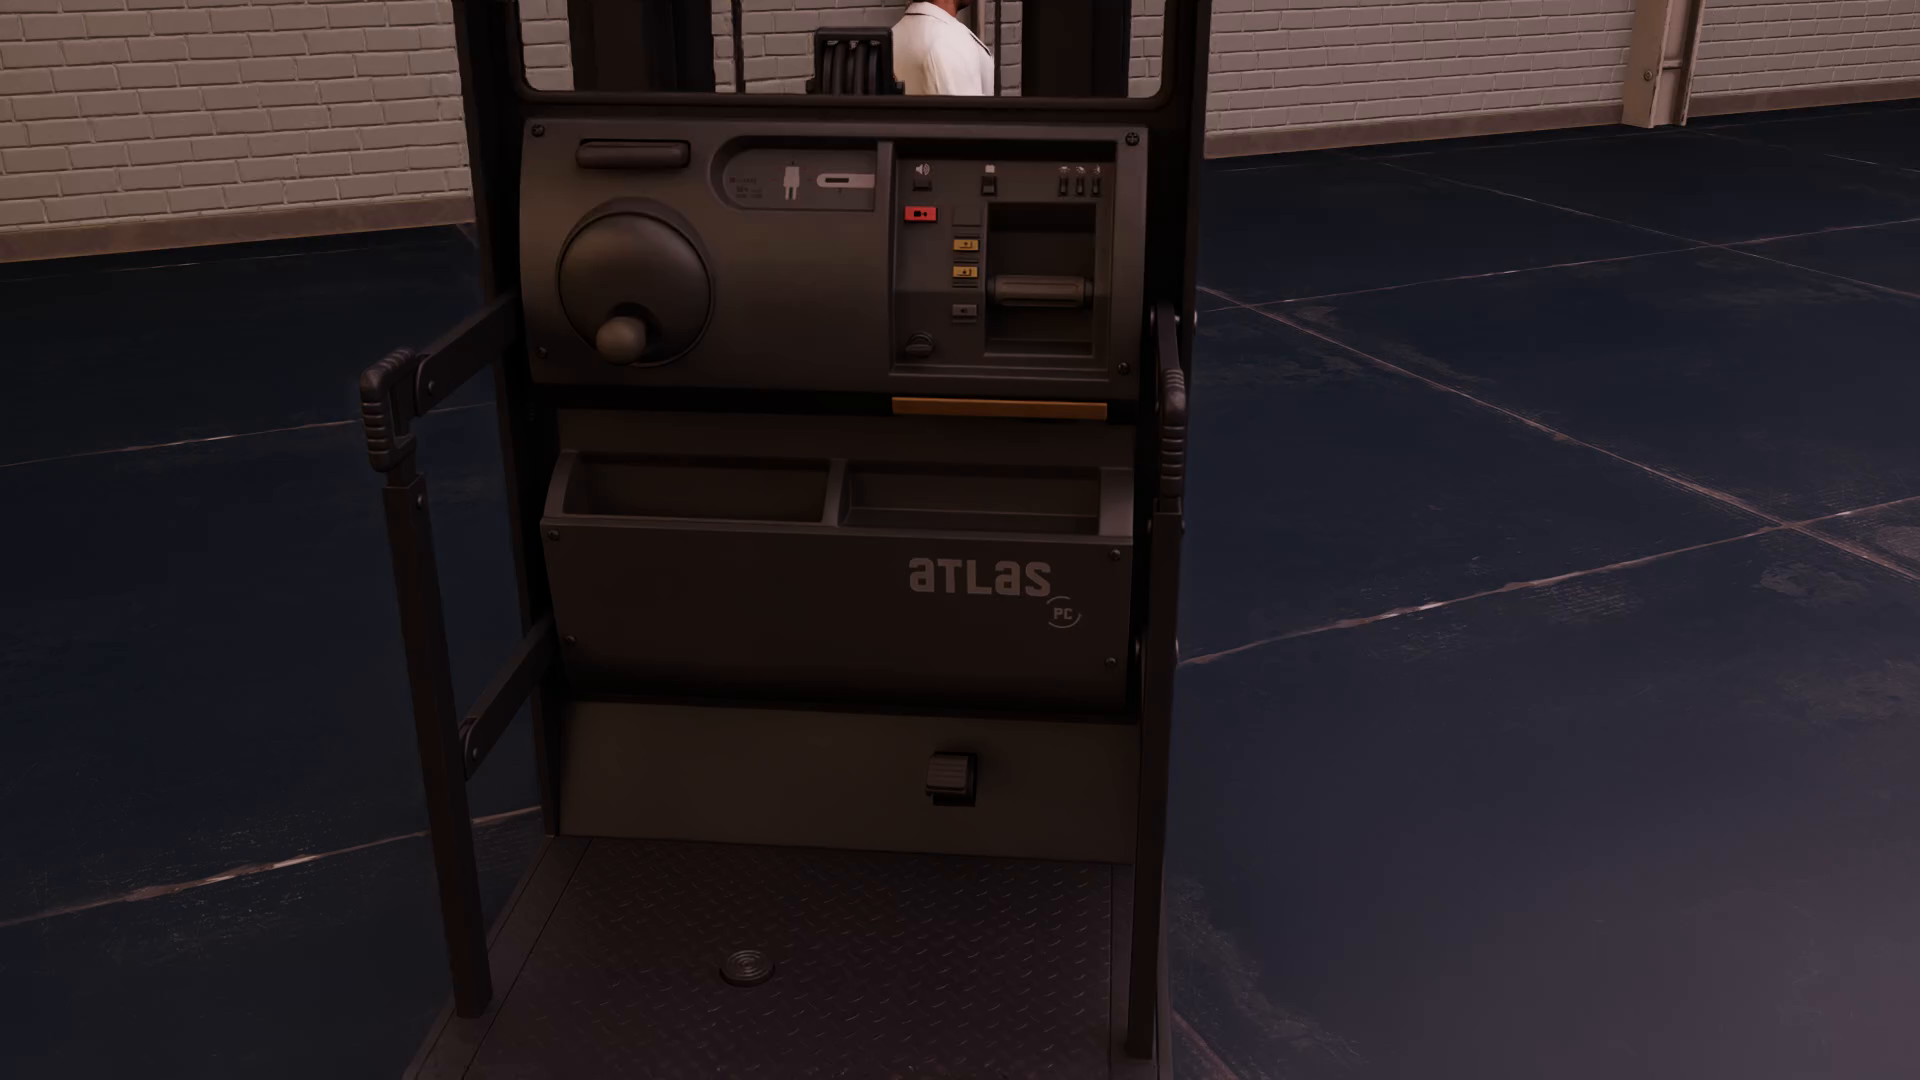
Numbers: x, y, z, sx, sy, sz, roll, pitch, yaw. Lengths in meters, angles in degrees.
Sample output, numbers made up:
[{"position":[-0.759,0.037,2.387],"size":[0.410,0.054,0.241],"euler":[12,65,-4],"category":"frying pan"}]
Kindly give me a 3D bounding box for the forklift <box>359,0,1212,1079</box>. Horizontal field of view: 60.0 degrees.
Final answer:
[{"position":[-0.210,-0.407,2.265],"size":[1.130,2.935,3.031],"euler":[2,23,5],"category":"forklift"}]

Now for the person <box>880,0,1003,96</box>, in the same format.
[{"position":[0.084,-0.840,4.794],"size":[0.581,1.775,0.694],"euler":[-10,25,-23],"category":"person"}]
